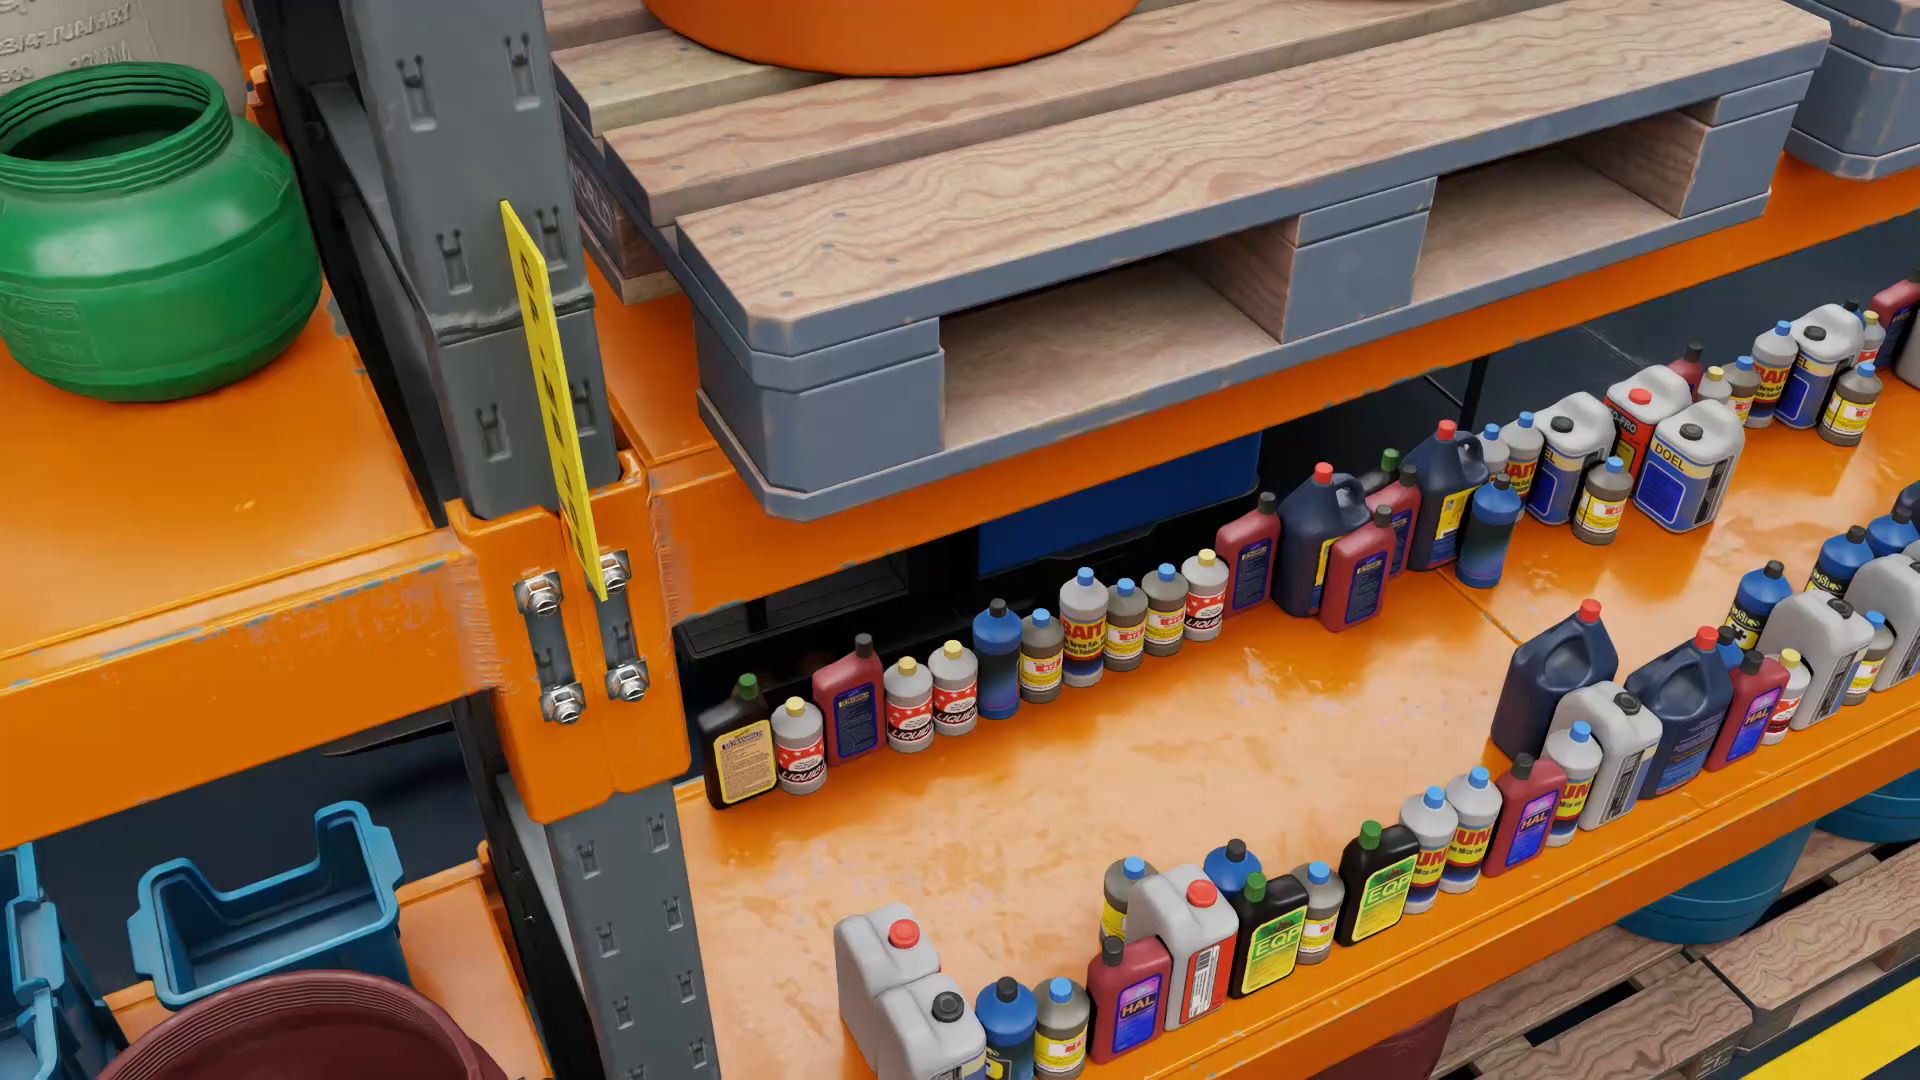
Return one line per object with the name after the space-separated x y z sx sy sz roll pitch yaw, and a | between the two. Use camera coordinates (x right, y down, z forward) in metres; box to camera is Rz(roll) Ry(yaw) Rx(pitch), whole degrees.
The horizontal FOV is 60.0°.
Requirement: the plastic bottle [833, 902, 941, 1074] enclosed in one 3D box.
-0.114 0.708 2.688 0.135 0.276 0.152 -19 44 -21 | plastic bottle

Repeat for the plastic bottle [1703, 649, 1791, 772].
1.490 0.309 3.153 0.133 0.283 0.061 -19 44 -21 | plastic bottle

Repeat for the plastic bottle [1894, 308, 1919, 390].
2.473 -0.552 4.119 0.185 0.351 0.144 -19 44 -21 | plastic bottle

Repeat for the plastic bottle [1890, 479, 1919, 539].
2.076 -0.049 3.524 0.185 0.351 0.144 -19 44 -21 | plastic bottle

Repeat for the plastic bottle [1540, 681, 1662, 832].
1.186 0.381 3.074 0.135 0.276 0.152 -19 44 -21 | plastic bottle

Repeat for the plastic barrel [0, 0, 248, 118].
-0.994 -0.579 1.704 0.421 0.512 0.421 0 40 0 | plastic barrel

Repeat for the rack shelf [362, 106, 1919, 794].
1.197 -0.776 2.580 4.000 0.370 1.077 -19 44 -21 | rack shelf

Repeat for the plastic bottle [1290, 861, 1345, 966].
0.600 0.627 2.842 0.097 0.201 0.097 0 40 0 | plastic bottle

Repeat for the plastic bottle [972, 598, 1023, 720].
0.073 0.224 3.263 0.097 0.271 0.097 0 40 0 | plastic bottle

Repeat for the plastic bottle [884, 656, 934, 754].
-0.100 0.309 3.217 0.097 0.201 0.097 0 40 0 | plastic bottle

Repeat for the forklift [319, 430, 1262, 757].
-0.566 -0.948 4.601 3.031 2.935 1.130 -17 43 -19 | forklift

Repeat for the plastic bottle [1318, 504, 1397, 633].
0.829 0.057 3.451 0.133 0.283 0.061 -19 44 -21 | plastic bottle

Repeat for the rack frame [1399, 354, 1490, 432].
1.782 -1.098 5.886 0.032 1.500 0.500 -17 43 -19 | rack frame

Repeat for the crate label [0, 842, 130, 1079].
-1.583 0.819 2.433 0.616 0.435 0.502 -19 44 -21 | crate label

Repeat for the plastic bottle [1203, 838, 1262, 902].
0.454 0.605 2.813 0.097 0.271 0.097 0 40 0 | plastic bottle

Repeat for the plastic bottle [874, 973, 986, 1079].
-0.044 0.795 2.585 0.135 0.276 0.152 -19 44 -21 | plastic bottle

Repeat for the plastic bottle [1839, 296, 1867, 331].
2.150 -0.474 4.088 0.097 0.271 0.097 0 40 0 | plastic bottle

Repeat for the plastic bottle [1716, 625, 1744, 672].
1.437 0.274 3.204 0.097 0.271 0.097 0 40 0 | plastic bottle

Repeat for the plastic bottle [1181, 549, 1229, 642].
0.504 0.106 3.457 0.097 0.201 0.097 0 40 0 | plastic bottle

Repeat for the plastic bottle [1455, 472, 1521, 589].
1.136 -0.028 3.561 0.097 0.271 0.097 0 40 0 | plastic bottle

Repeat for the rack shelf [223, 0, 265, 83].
-1.088 -2.470 6.904 4.000 0.370 1.077 -19 44 -21 | rack shelf

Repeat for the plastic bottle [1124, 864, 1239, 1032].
0.366 0.657 2.748 0.135 0.276 0.152 -19 44 -21 | plastic bottle

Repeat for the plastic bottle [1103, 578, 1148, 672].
0.332 0.164 3.388 0.097 0.201 0.097 0 40 0 | plastic bottle

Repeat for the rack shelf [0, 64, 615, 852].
-2.351 0.418 1.170 4.000 0.370 1.077 -19 44 -21 | rack shelf

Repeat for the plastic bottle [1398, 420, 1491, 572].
1.041 -0.115 3.602 0.185 0.351 0.144 -19 44 -21 | plastic bottle

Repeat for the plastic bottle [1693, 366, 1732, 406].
1.771 -0.320 3.961 0.097 0.201 0.097 0 40 0 | plastic bottle

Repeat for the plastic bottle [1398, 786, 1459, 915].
0.805 0.531 2.901 0.097 0.271 0.097 0 40 0 | plastic bottle

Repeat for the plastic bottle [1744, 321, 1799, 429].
1.944 -0.405 4.007 0.097 0.271 0.097 0 40 0 | plastic bottle

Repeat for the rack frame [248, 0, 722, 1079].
-0.577 0.691 2.611 0.127 3.000 1.000 -19 44 -21 | rack frame

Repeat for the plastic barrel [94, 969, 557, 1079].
-0.849 0.952 2.199 0.708 0.536 0.600 -19 44 -21 | plastic barrel

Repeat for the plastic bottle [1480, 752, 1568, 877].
1.002 0.473 2.959 0.133 0.283 0.061 -19 44 -21 | plastic bottle

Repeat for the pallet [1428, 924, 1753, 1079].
1.183 1.135 4.246 1.213 0.211 1.003 -19 44 -21 | pallet

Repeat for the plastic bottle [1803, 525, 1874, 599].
1.806 0.083 3.429 0.097 0.271 0.097 0 40 0 | plastic bottle

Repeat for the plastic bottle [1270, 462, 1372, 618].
0.759 -0.020 3.490 0.185 0.351 0.144 -19 44 -21 | plastic bottle

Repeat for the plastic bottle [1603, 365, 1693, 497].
1.563 -0.259 3.830 0.135 0.276 0.152 -19 44 -21 | plastic bottle

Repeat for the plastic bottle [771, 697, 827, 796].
-0.305 0.378 3.135 0.097 0.201 0.097 0 40 0 | plastic bottle

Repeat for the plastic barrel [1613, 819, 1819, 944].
1.852 0.502 4.134 0.708 0.901 0.600 -19 44 -21 | plastic barrel

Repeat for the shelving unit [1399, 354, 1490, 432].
1.321 -0.958 5.721 1.048 1.500 0.538 -17 43 -19 | shelving unit

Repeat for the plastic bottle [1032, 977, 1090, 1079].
0.158 0.775 2.666 0.097 0.201 0.097 0 40 0 | plastic bottle

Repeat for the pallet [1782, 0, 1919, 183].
1.316 -0.945 2.369 1.213 0.211 1.003 -19 44 -21 | pallet

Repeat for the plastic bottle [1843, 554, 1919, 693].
1.880 0.148 3.350 0.135 0.276 0.152 -19 44 -21 | plastic bottle

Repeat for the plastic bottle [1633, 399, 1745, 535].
1.633 -0.172 3.727 0.135 0.276 0.152 -19 44 -21 | plastic bottle

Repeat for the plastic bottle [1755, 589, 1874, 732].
1.674 0.217 3.268 0.135 0.276 0.152 -19 44 -21 | plastic bottle

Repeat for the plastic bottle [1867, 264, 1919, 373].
2.330 -0.553 4.172 0.133 0.283 0.061 -19 44 -21 | plastic bottle

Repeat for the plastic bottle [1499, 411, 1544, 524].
1.242 -0.169 3.727 0.097 0.271 0.097 0 40 0 | plastic bottle
